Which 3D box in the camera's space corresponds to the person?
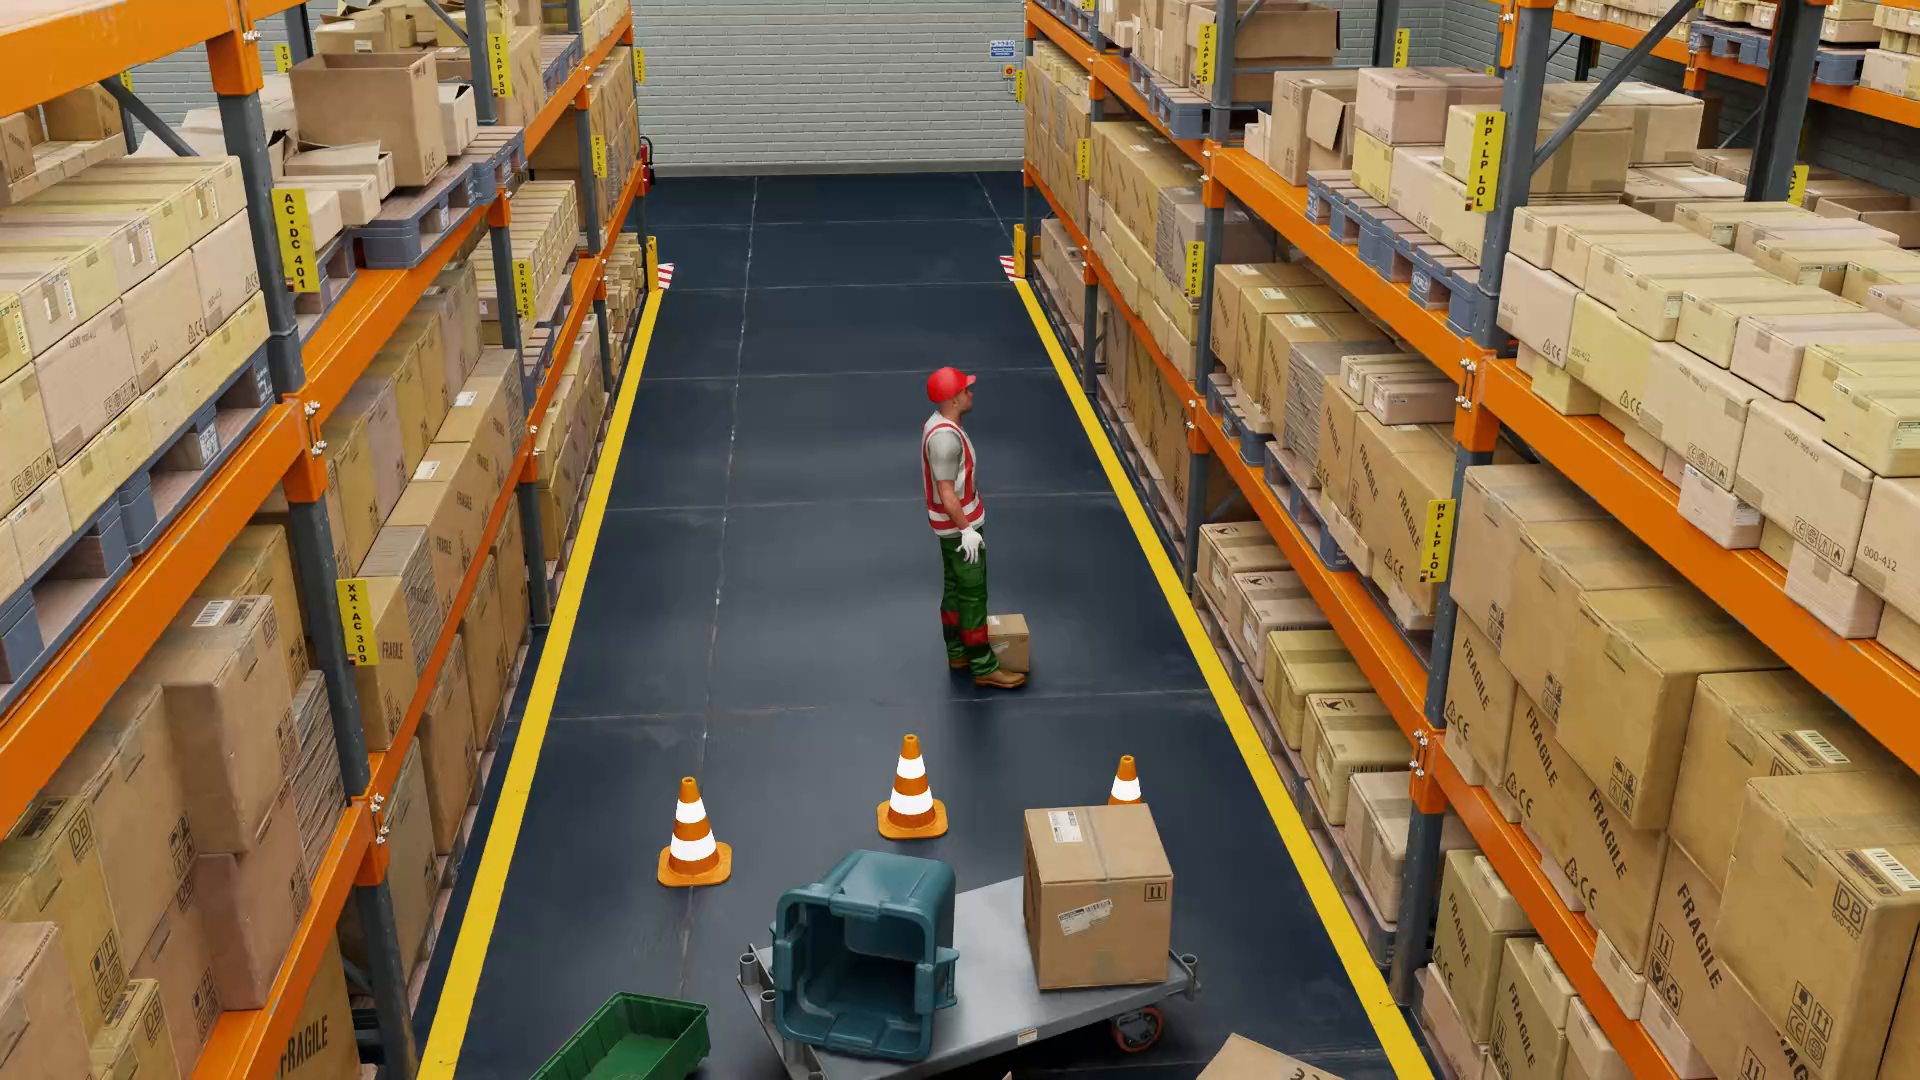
[{"bbox_3d":[0.069,-0.091,9.254,0.564,1.788,0.637,-2,24,-5],"label":"person"}]
